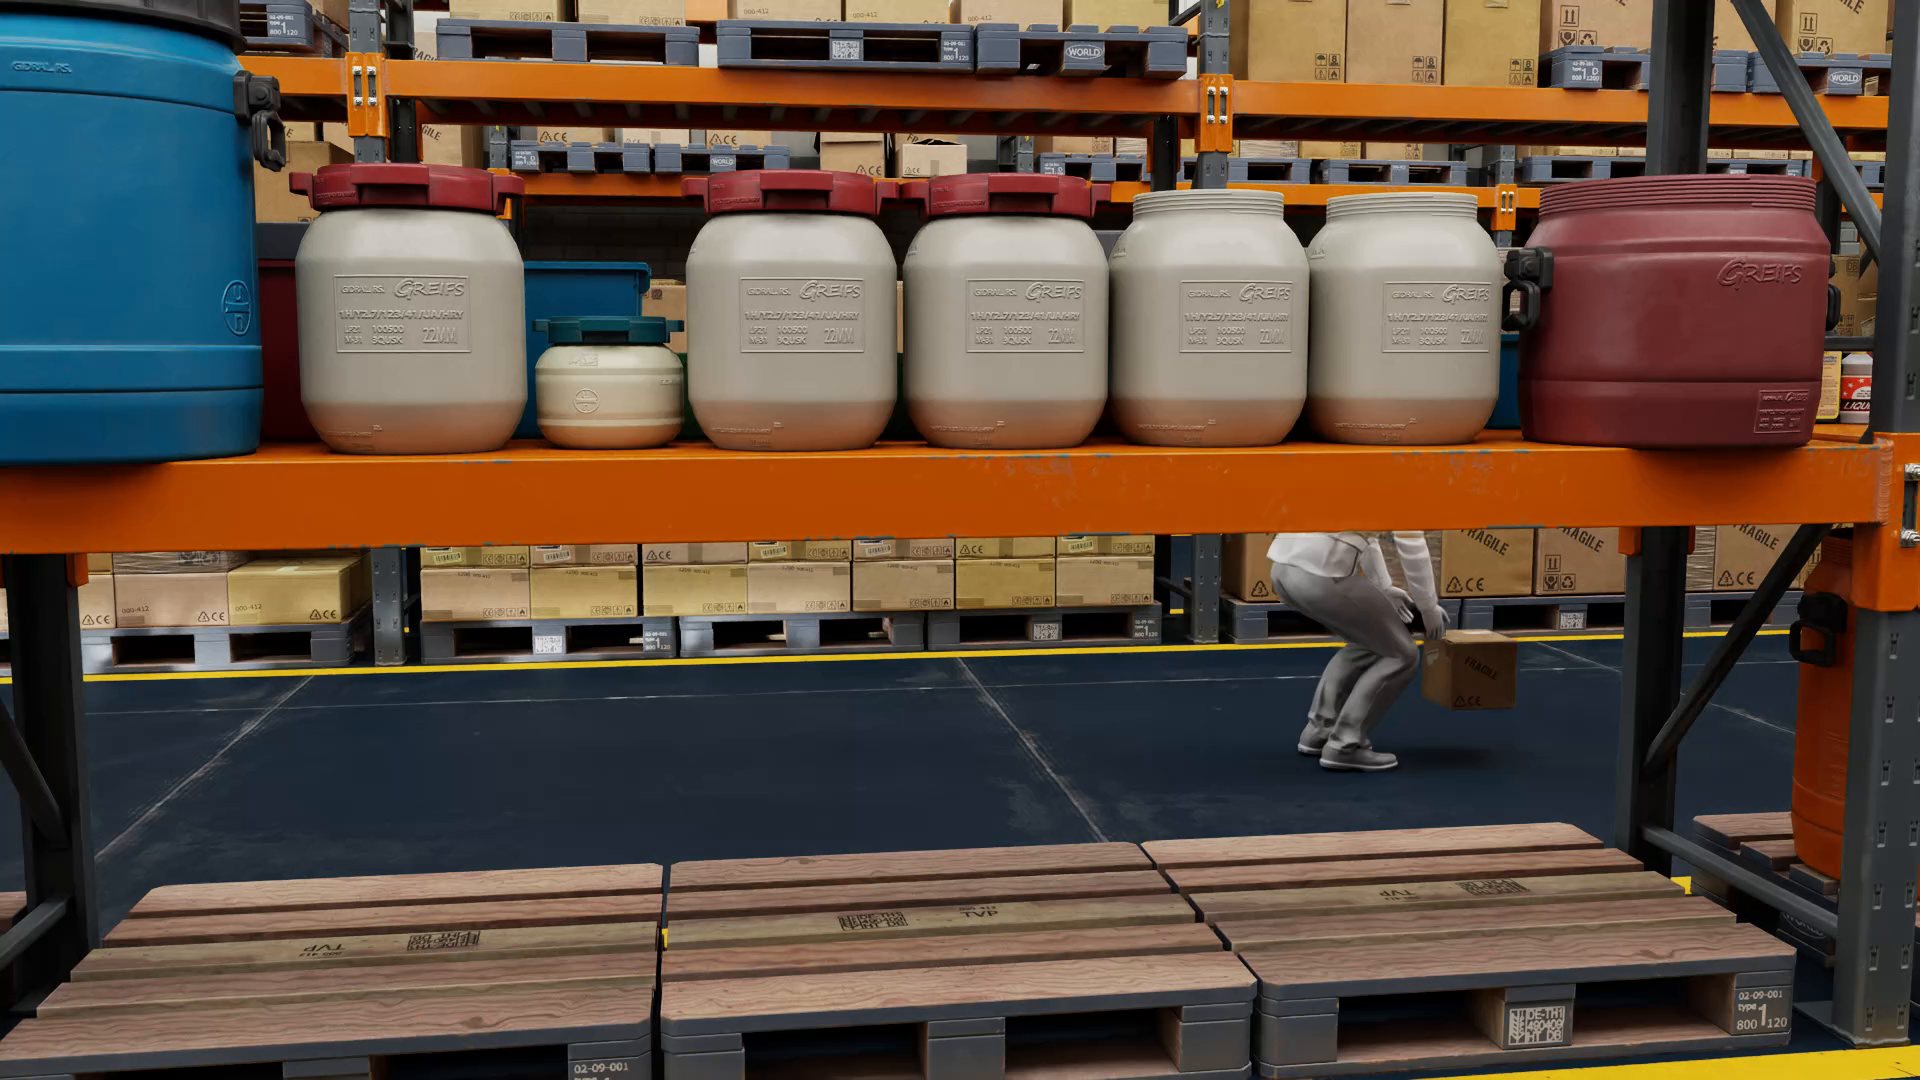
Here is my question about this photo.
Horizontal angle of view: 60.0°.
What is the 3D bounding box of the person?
[{"bbox_3d":[1.473,0.138,6.054,0.723,1.349,0.535,-1,7,-9],"label":"person"}]
